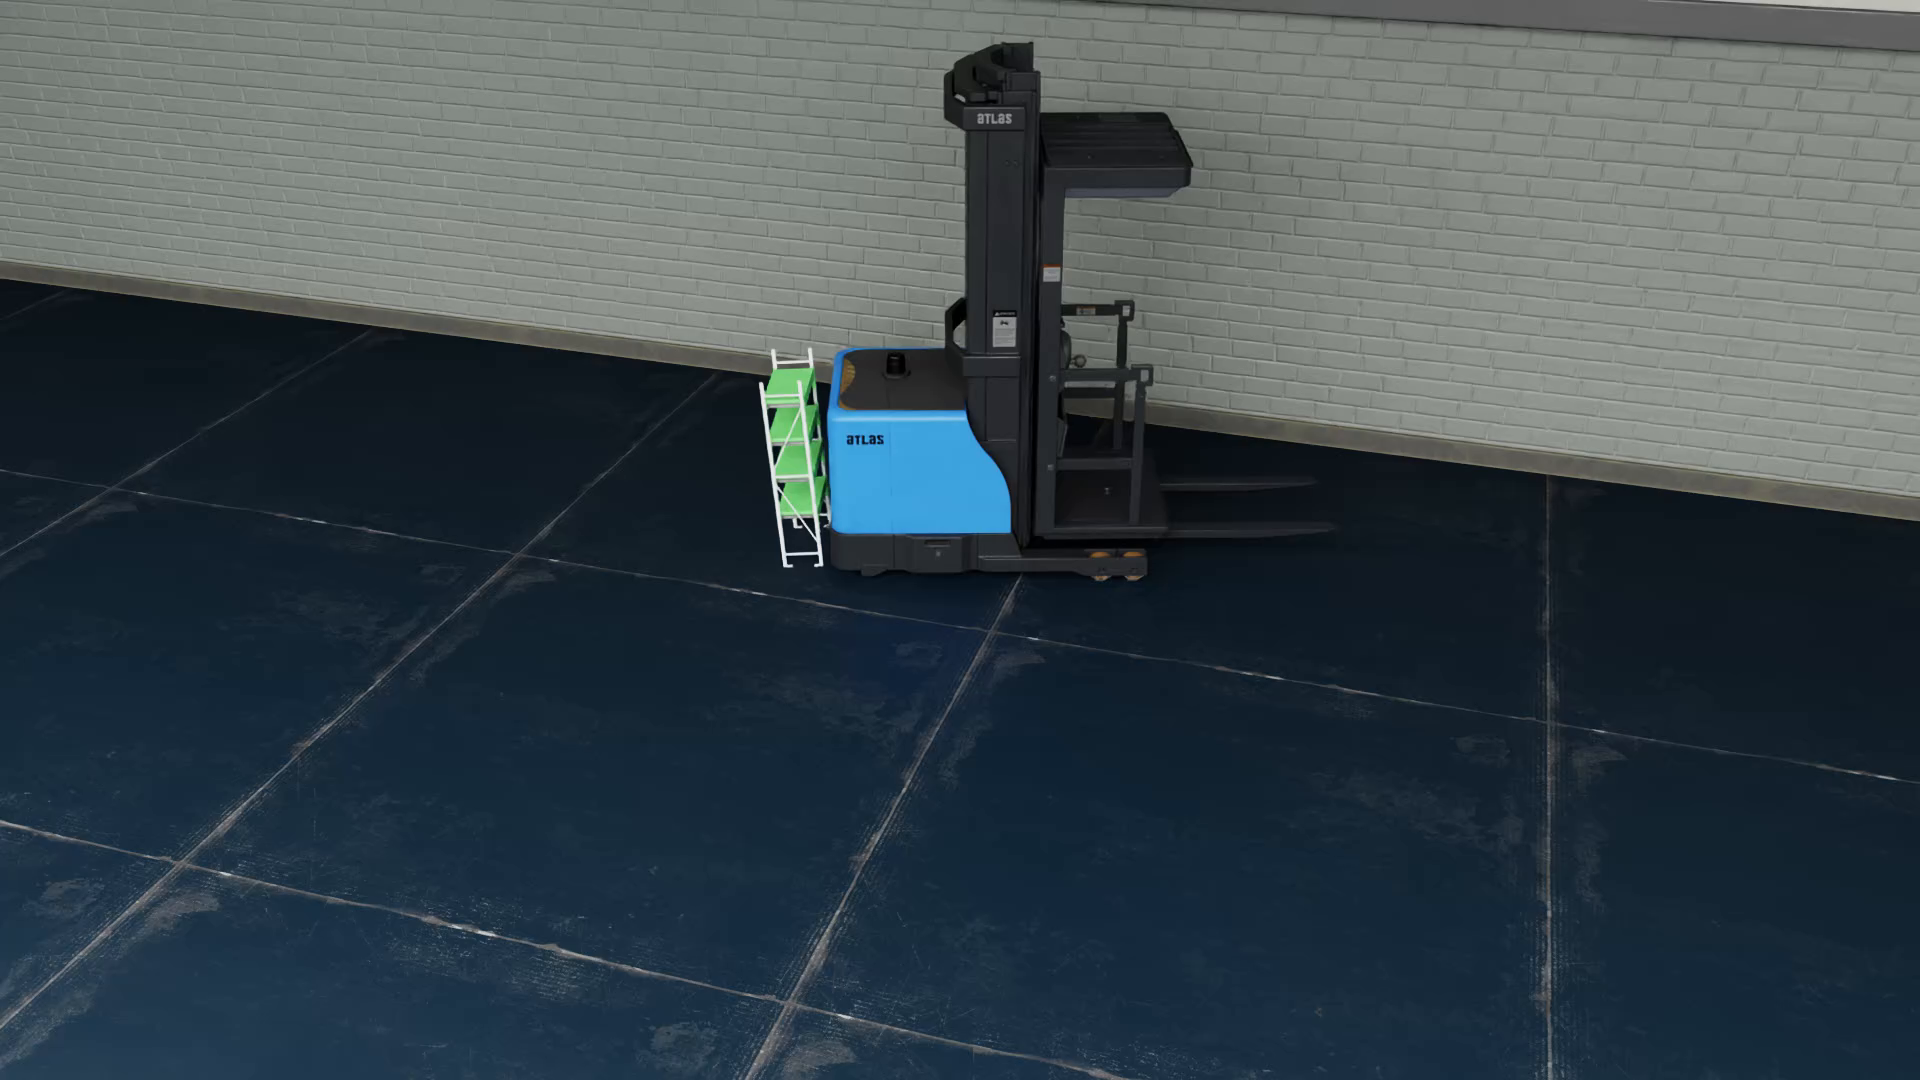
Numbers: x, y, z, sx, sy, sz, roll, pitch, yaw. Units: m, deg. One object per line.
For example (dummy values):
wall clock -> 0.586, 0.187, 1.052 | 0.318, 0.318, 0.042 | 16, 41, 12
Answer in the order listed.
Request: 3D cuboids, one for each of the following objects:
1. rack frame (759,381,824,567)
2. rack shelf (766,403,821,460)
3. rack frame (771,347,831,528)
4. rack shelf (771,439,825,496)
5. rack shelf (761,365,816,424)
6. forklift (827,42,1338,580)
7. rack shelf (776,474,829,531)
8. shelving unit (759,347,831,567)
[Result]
rack frame -> -0.978, -0.370, 9.699 | 0.240, 1.200, 0.015 | -2, 29, 4
rack shelf -> -0.980, -0.642, 9.827 | 0.258, 0.148, 0.480 | -2, 29, 4
rack frame -> -0.959, -0.607, 10.126 | 0.240, 1.200, 0.015 | -2, 29, 4
rack shelf -> -0.964, -0.433, 9.943 | 0.258, 0.148, 0.480 | -2, 29, 4
rack shelf -> -0.995, -0.852, 9.712 | 0.258, 0.148, 0.480 | -2, 29, 4
forklift -> 0.741, -1.303, 9.612 | 3.031, 2.935, 1.130 | 0, 29, -1
rack shelf -> -0.949, -0.223, 10.059 | 0.258, 0.148, 0.480 | -2, 29, 4
shelving unit -> -0.968, -0.488, 9.912 | 0.258, 1.200, 0.503 | -2, 29, 4
